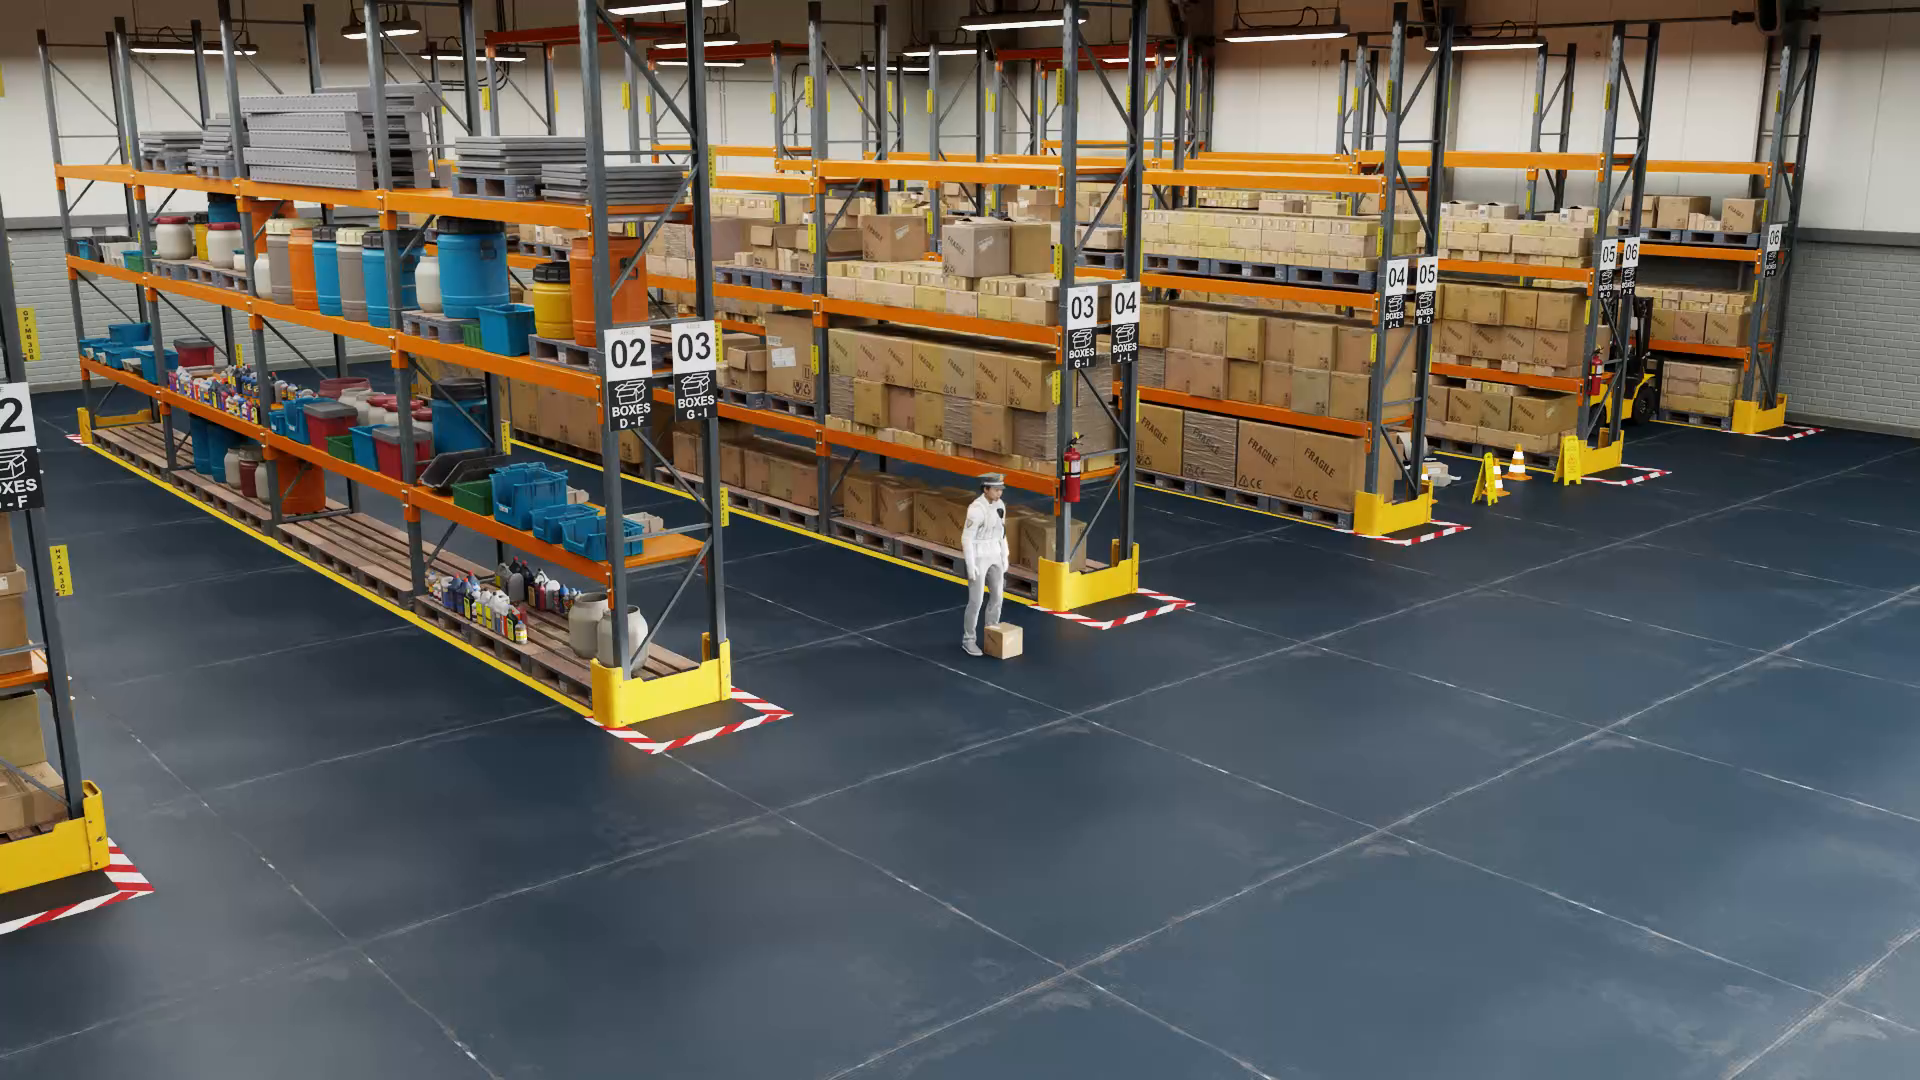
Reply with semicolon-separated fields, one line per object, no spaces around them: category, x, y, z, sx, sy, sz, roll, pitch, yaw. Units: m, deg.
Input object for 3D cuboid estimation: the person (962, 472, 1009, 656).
person;0.252;0.194;15.224;0.547;1.666;0.410;-13;19;-43
